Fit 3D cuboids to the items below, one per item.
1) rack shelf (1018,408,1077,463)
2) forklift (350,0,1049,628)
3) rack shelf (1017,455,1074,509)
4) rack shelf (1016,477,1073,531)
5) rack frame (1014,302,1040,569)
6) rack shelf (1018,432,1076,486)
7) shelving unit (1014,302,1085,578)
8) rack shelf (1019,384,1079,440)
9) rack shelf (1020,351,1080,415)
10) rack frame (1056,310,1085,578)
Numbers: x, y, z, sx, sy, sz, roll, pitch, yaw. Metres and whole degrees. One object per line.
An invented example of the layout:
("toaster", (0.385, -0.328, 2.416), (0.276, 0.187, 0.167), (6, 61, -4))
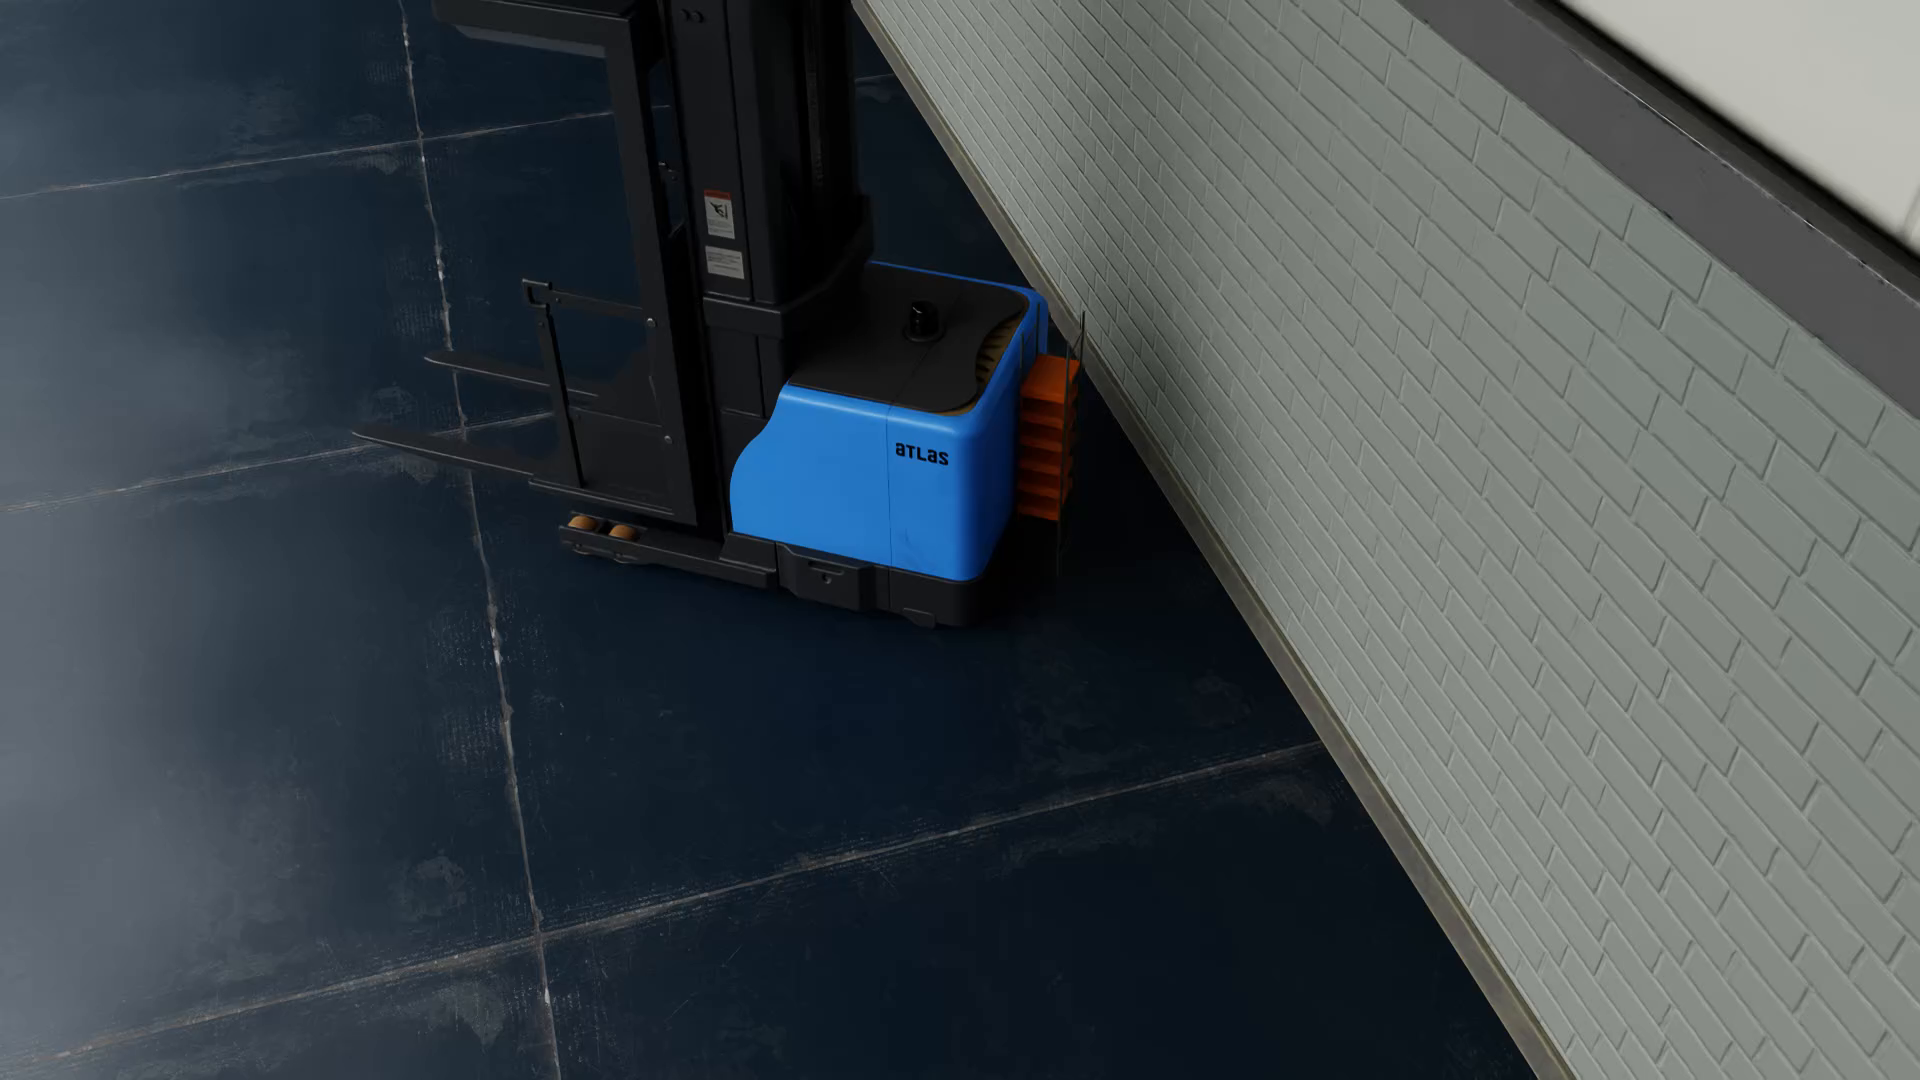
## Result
("rack shelf", (0.359, -0.440, 6.727), (0.180, 0.103, 0.258), (12, 43, 14))
("forklift", (-1.199, -1.318, 6.531), (3.031, 2.935, 1.130), (12, 43, 14))
("rack shelf", (0.359, -0.260, 6.885), (0.180, 0.103, 0.258), (12, 43, 14))
("rack shelf", (0.359, -0.169, 6.964), (0.180, 0.103, 0.258), (12, 43, 14))
("rack frame", (0.273, -0.402, 6.799), (0.006, 1.200, 0.240), (12, 43, 14))
("rack shelf", (0.359, -0.350, 6.806), (0.180, 0.103, 0.258), (12, 43, 14))
("shelving unit", (0.359, -0.384, 6.777), (0.189, 1.200, 0.258), (12, 43, 14))
("rack shelf", (0.359, -0.531, 6.648), (0.180, 0.103, 0.258), (12, 43, 14))
("rack shelf", (0.359, -0.621, 6.569), (0.180, 0.103, 0.258), (12, 43, 14))
("rack frame", (0.446, -0.365, 6.755), (0.006, 1.200, 0.240), (12, 43, 14))
